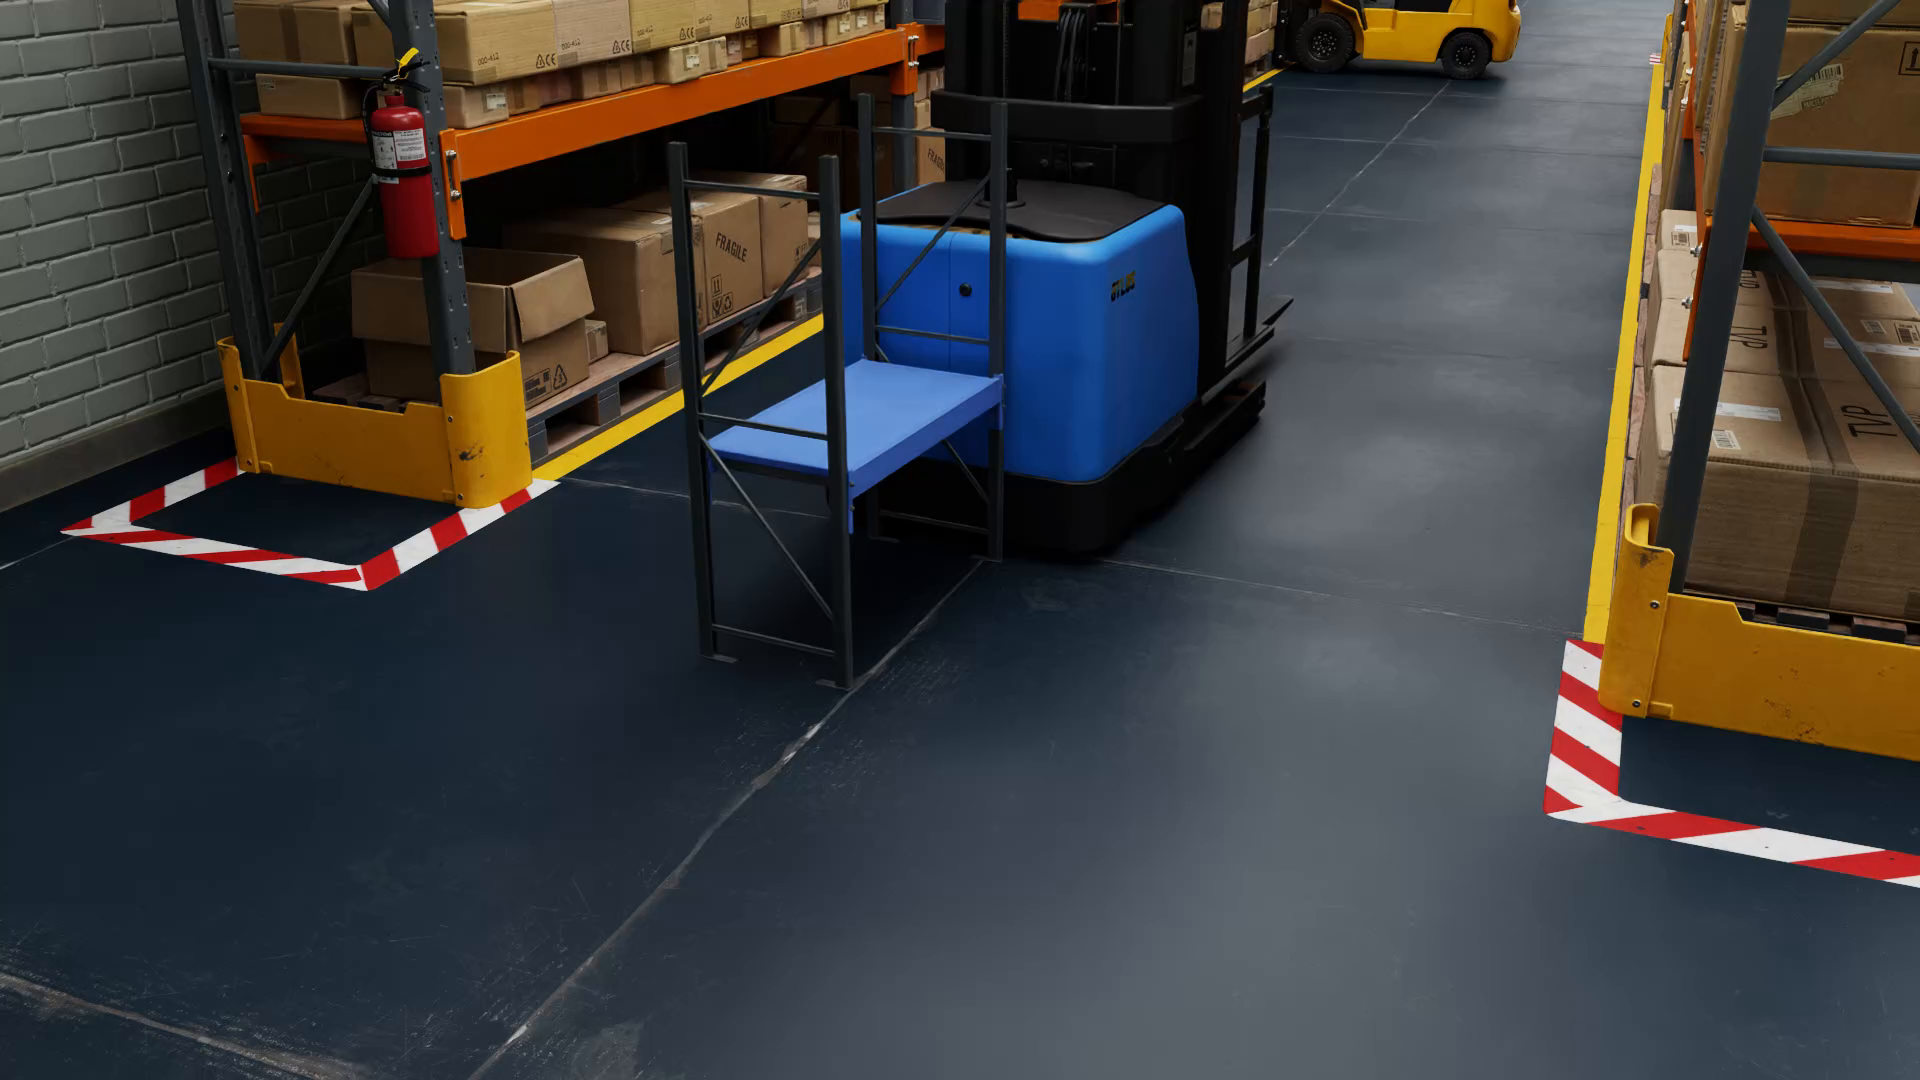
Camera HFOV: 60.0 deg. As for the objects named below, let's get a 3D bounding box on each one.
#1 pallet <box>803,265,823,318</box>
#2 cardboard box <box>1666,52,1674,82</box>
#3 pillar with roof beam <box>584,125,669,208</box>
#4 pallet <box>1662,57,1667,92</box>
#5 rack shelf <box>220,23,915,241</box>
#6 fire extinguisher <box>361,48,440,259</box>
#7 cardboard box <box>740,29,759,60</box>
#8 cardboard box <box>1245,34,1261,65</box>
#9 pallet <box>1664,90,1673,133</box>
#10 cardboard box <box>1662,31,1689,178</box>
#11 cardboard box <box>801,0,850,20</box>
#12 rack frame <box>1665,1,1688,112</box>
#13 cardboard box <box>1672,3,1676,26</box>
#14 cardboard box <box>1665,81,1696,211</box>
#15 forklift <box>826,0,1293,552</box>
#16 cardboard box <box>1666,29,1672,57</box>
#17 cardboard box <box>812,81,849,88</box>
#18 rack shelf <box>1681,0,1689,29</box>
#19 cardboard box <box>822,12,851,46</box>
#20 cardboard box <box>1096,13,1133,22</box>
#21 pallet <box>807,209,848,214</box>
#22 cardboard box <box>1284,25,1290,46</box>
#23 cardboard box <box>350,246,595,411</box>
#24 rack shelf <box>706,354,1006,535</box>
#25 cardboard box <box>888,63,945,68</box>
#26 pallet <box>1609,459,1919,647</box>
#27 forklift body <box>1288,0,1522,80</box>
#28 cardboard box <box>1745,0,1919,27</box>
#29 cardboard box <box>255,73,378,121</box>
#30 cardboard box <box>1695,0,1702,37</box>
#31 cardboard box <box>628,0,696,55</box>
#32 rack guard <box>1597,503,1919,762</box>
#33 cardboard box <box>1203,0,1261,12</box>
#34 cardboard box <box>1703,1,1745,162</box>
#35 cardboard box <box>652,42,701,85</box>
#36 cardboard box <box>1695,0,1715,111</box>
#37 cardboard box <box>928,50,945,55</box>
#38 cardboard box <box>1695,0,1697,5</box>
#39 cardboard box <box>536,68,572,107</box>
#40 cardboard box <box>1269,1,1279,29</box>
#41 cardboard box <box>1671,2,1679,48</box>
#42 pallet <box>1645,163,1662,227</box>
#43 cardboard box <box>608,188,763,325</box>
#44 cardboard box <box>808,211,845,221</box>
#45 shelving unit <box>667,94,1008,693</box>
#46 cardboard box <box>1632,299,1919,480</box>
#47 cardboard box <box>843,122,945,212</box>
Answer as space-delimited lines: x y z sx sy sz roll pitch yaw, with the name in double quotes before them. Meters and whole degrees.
"pallet" -0.995 -1.506 9.082 1.003 0.211 1.213 9 24 20
"cardboard box" 6.812 -4.367 15.335 0.500 0.250 0.500 10 25 22
"pillar with roof beam" 2.162 -5.070 6.213 9.100 9.000 0.400 9 24 20
"pallet" 7.511 -4.589 16.462 1.003 0.211 1.213 9 24 20
"rack shelf" -1.482 -1.991 7.557 1.077 0.370 4.000 9 24 20
"fire extinguisher" -1.851 -1.280 5.508 0.296 0.674 0.183 9 24 20
"cardboard box" -1.165 -2.318 7.733 0.380 0.149 0.250 9 24 21
"cardboard box" 2.719 -4.952 16.736 0.500 0.250 0.500 9 24 21
"pallet" 6.555 -3.626 14.158 1.003 0.211 1.213 9 24 20
"cardboard box" 5.023 -2.739 10.626 0.875 0.875 0.875 9 24 20
"cardboard box" -0.874 -2.708 8.149 0.500 0.250 0.500 9 24 20
"rack frame" 6.842 -5.192 14.288 1.000 3.000 0.127 9 24 20
"cardboard box" 7.573 -5.449 16.953 0.500 0.500 0.500 8 24 18
"cardboard box" 4.027 -1.776 8.321 0.875 0.875 0.875 10 25 22
"forklift" 0.626 -1.846 6.367 1.130 2.935 3.031 11 25 24
"cardboard box" 7.575 -5.118 17.133 0.500 0.250 0.500 10 25 22
"cardboard box" -0.695 -2.734 10.260 0.380 0.149 0.250 9 24 21
"rack shelf" 6.099 -4.144 12.713 1.077 0.370 4.000 9 24 20
"cardboard box" -0.774 -2.579 8.359 0.380 0.149 0.250 9 24 21
"cardboard box" 1.476 -4.265 14.605 0.875 0.625 0.625 8 24 18
"pallet" -0.472 -2.048 10.379 1.003 0.211 1.213 9 24 20
"cardboard box" 3.277 -5.501 18.050 0.500 0.250 0.500 10 25 22
"cardboard box" -1.910 -0.854 6.597 0.797 0.503 0.637 8 24 18
"rack shelf" -0.311 -0.316 5.026 0.538 0.185 1.000 11 25 24
"cardboard box" -0.307 -3.106 11.152 0.380 0.149 0.250 8 24 18
"pallet" 2.609 0.092 5.256 1.003 0.211 1.213 9 24 20
"forklift body" 4.708 -6.001 17.326 2.313 2.155 1.214 9 24 20
"cardboard box" 2.343 -1.612 4.290 0.500 0.500 0.500 10 25 22
"cardboard box" -2.351 -1.648 6.130 0.380 0.149 0.250 8 24 19
"cardboard box" 3.994 -2.639 8.370 0.500 0.250 0.500 8 24 19
"cardboard box" -1.434 -2.161 6.841 0.500 0.250 0.500 8 24 19
"rack guard" 2.376 0.264 4.468 1.175 0.500 0.348 9 24 20
"cardboard box" 2.703 -5.416 16.549 0.500 0.250 0.500 8 24 19
"cardboard box" 2.519 -1.332 4.917 0.500 0.500 0.500 8 24 19
"cardboard box" -1.323 -2.023 7.028 0.380 0.149 0.250 8 24 19
"cardboard box" 3.072 -1.888 6.249 0.500 0.500 0.500 9 24 20
"cardboard box" -0.065 -3.392 11.835 0.380 0.149 0.250 8 24 18
"cardboard box" 4.767 -3.366 10.111 0.500 0.250 0.500 8 24 19
"cardboard box" -1.731 -1.766 6.412 0.380 0.149 0.250 8 24 19
"cardboard box" 3.081 -5.545 17.506 0.500 0.250 0.500 9 24 20
"cardboard box" 7.000 -4.895 15.627 0.500 0.500 0.500 9 24 21
"pallet" 4.994 -2.202 10.749 1.003 0.211 1.213 9 24 20
"cardboard box" -1.267 -1.328 7.735 0.500 0.500 0.500 9 24 21
"cardboard box" -0.673 -1.675 9.023 0.380 0.149 0.250 8 24 18
"shelving unit" -0.311 -0.481 4.957 0.538 1.500 1.048 11 25 24
"cardboard box" 2.869 -0.488 5.807 0.875 0.438 0.875 9 24 21
"cardboard box" -0.351 -2.220 9.870 0.500 0.500 0.500 10 25 22
